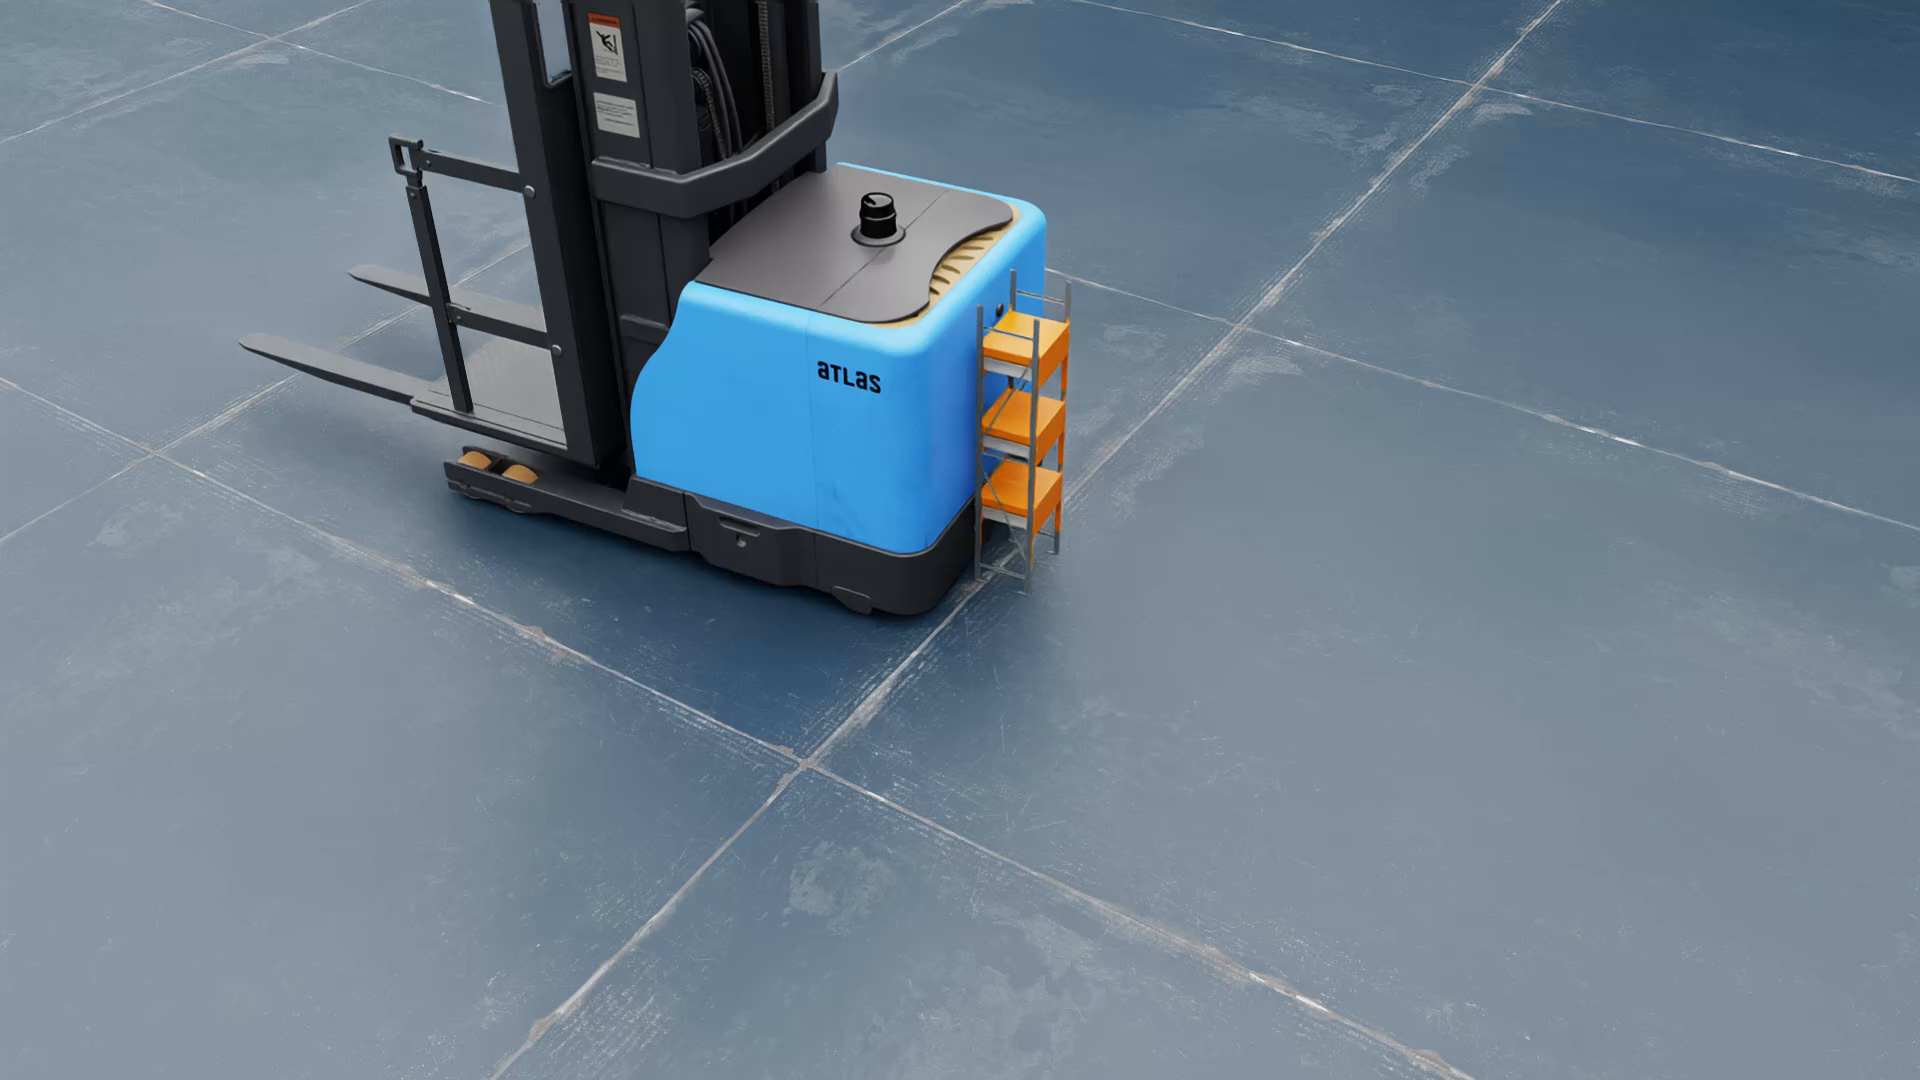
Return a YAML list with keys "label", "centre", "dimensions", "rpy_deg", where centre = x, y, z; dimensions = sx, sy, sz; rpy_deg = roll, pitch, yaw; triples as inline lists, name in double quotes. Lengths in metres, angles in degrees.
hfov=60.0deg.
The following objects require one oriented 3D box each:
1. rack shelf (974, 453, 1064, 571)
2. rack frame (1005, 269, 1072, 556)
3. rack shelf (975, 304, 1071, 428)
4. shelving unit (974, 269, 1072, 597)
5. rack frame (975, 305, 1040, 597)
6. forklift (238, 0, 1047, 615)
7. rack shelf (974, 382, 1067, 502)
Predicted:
- label: "rack shelf"
  centre: [0.194, -0.094, 5.485]
  dimensions: [0.215, 0.259, 0.240]
  rpy_deg: [16, 41, 20]
- label: "rack frame"
  centre: [0.247, -0.390, 5.396]
  dimensions: [0.200, 1.050, 0.008]
  rpy_deg: [16, 41, 20]
- label: "rack shelf"
  centre: [0.195, -0.539, 5.142]
  dimensions: [0.215, 0.259, 0.240]
  rpy_deg: [16, 41, 20]
- label: "shelving unit"
  centre: [0.194, -0.323, 5.308]
  dimensions: [0.215, 1.050, 0.252]
  rpy_deg: [16, 41, 20]
- label: "rack frame"
  centre: [0.142, -0.255, 5.221]
  dimensions: [0.200, 1.050, 0.008]
  rpy_deg: [16, 41, 20]
- label: "forklift"
  centre: [-1.260, -1.529, 5.333]
  dimensions: [3.031, 2.935, 1.130]
  rpy_deg: [16, 41, 20]
- label: "rack shelf"
  centre: [0.194, -0.314, 5.315]
  dimensions: [0.215, 0.259, 0.240]
  rpy_deg: [16, 41, 20]
